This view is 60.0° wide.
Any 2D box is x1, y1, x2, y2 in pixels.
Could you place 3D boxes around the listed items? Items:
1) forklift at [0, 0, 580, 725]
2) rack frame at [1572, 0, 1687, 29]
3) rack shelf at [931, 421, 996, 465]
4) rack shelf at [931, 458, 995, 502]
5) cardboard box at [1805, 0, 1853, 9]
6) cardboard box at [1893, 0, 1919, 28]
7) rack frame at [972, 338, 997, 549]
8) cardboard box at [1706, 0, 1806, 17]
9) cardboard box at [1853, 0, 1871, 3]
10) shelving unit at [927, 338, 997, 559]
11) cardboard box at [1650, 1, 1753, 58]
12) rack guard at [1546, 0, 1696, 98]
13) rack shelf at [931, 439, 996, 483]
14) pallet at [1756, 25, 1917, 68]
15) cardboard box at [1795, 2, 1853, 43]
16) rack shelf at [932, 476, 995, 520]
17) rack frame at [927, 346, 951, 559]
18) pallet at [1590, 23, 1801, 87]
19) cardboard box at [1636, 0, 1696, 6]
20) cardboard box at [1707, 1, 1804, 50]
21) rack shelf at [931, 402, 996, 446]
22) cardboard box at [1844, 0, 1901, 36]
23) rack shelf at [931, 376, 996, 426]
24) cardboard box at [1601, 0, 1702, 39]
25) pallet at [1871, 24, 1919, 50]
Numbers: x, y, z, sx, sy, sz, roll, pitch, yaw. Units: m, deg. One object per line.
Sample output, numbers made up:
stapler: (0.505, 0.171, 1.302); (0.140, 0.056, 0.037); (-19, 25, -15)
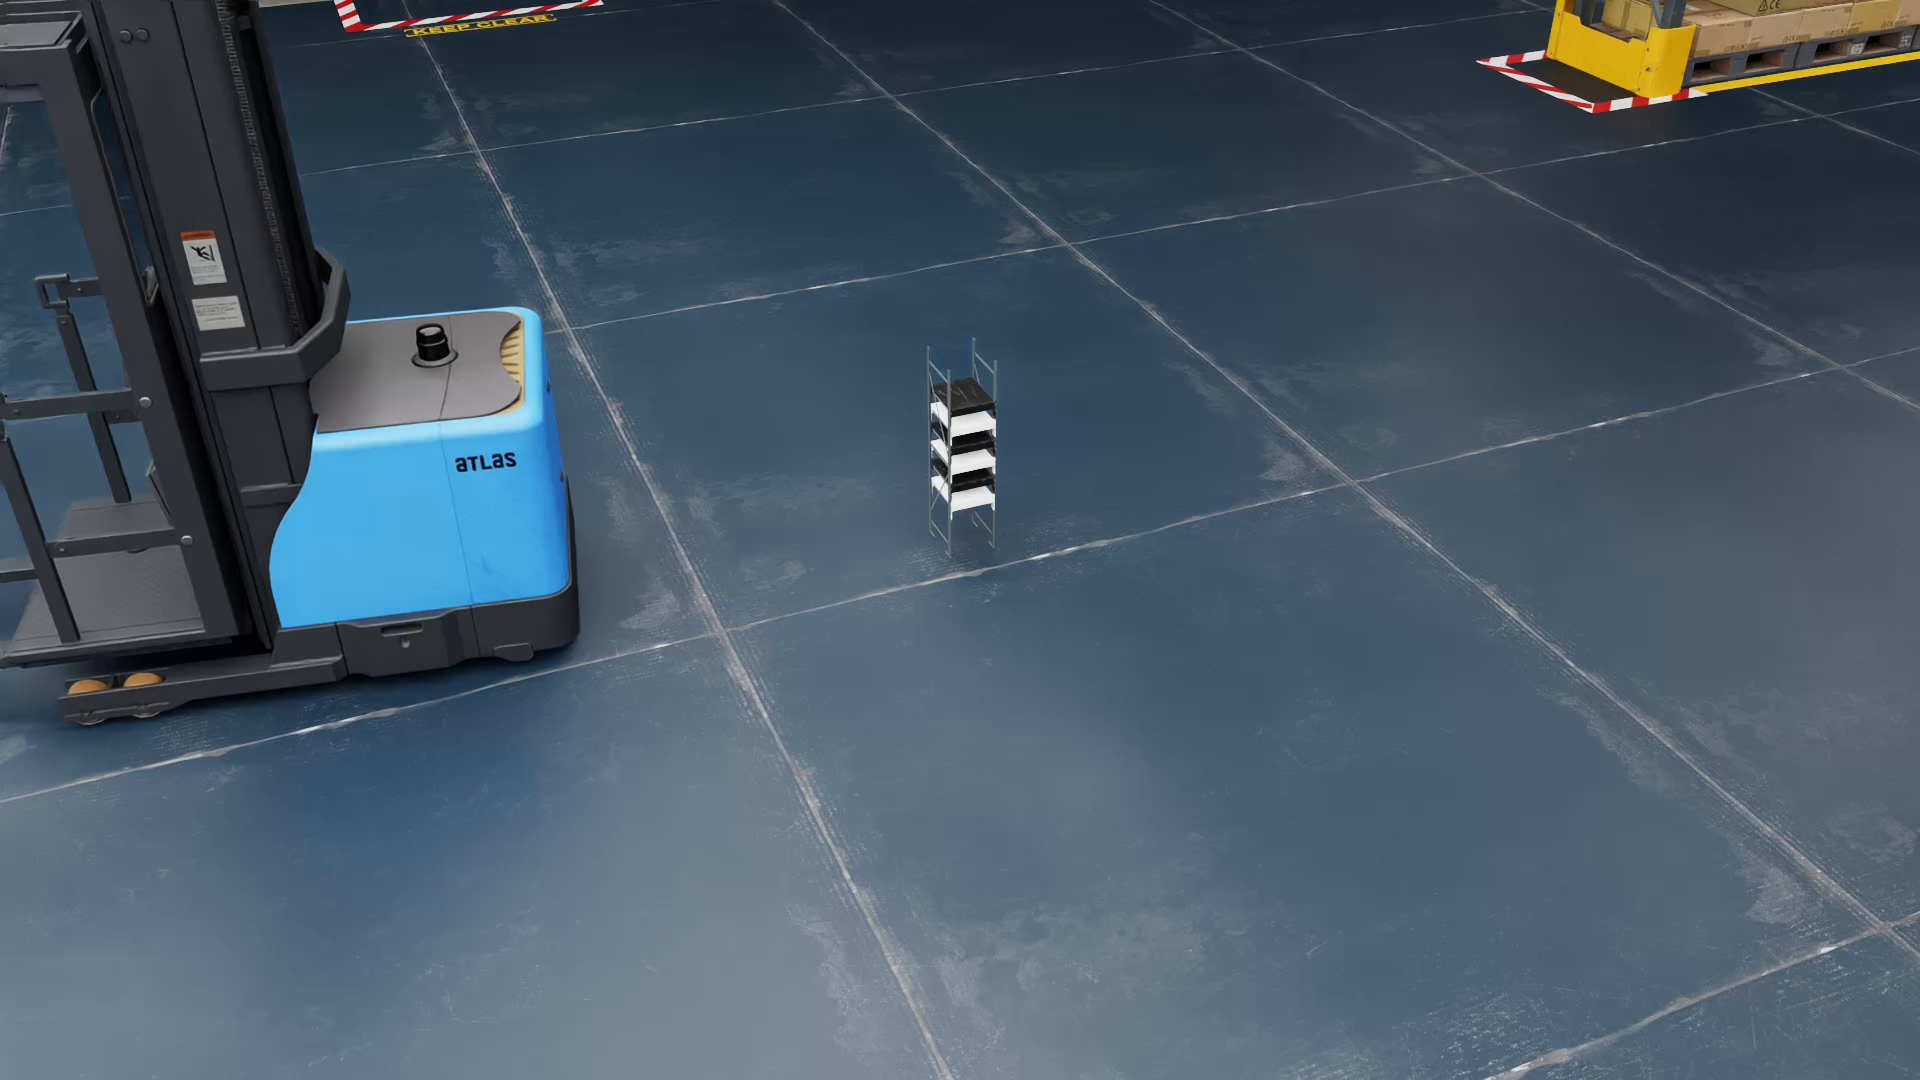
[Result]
forklift: (-3.073, -0.858, 5.881); (3.031, 2.935, 1.130); (-7, 34, -11)
rack frame: (5.012, -4.839, 11.937); (0.127, 3.000, 1.000); (-13, 35, -19)
rack shelf: (0.007, -0.426, 6.976); (0.200, 0.077, 0.258); (-13, 35, -19)
rack shelf: (0.007, -0.276, 7.074); (0.200, 0.077, 0.258); (-13, 35, -19)
cardboard box: (6.509, -4.397, 12.705); (0.500, 0.500, 0.500); (-13, 35, -19)
cardboard box: (7.437, -4.286, 13.222); (0.500, 0.250, 0.500); (-13, 35, -19)
rack frame: (0.101, -0.400, 7.040); (0.006, 0.900, 0.240); (-13, 35, -19)
cardboard box: (6.053, -4.285, 12.533); (0.500, 0.500, 0.500); (-13, 35, -19)
cardboard box: (6.977, -4.493, 12.854); (0.500, 0.500, 0.500); (-13, 35, -19)
shelving unit: (0.007, -0.379, 7.007); (0.210, 0.900, 0.258); (-13, 35, -19)
cardboard box: (5.593, -3.864, 12.574); (0.500, 0.250, 0.500); (-13, 35, -19)
rack guard: (4.990, -3.786, 12.611); (0.348, 0.500, 1.175); (-13, 35, -19)
rack shelf: (0.007, -0.351, 7.025); (0.200, 0.077, 0.258); (-13, 35, -19)
pallet: (6.824, -4.108, 13.370); (1.213, 0.211, 1.003); (-13, 35, -19)
cardboard box: (6.514, -4.077, 12.901); (0.500, 0.250, 0.500); (-13, 35, -19)
rack shelf: (0.007, -0.200, 7.124); (0.200, 0.077, 0.258); (-13, 35, -19)
rack frame: (-0.086, -0.357, 6.974); (0.006, 0.900, 0.240); (-13, 35, -19)
pallet: (5.701, -3.853, 12.978); (1.213, 0.211, 1.003); (-13, 35, -19)
cardboard box: (5.392, -4.440, 12.771); (0.500, 0.500, 0.500); (-13, 35, -19)
cardboard box: (6.053, -3.971, 12.739); (0.500, 0.250, 0.500); (-13, 35, -19)
rack shelf: (0.007, -0.502, 6.927); (0.200, 0.077, 0.258); (-13, 35, -19)
cardboard box: (6.977, -4.180, 13.060); (0.500, 0.250, 0.500); (-13, 35, -19)
rack shelf: (0.007, -0.577, 6.878); (0.200, 0.077, 0.258); (-13, 35, -19)
cardboard box: (5.392, -4.124, 12.974); (0.500, 0.250, 0.500); (-13, 35, -19)
pallet: (7.951, -4.368, 13.769); (1.213, 0.211, 1.003); (-13, 35, -19)
